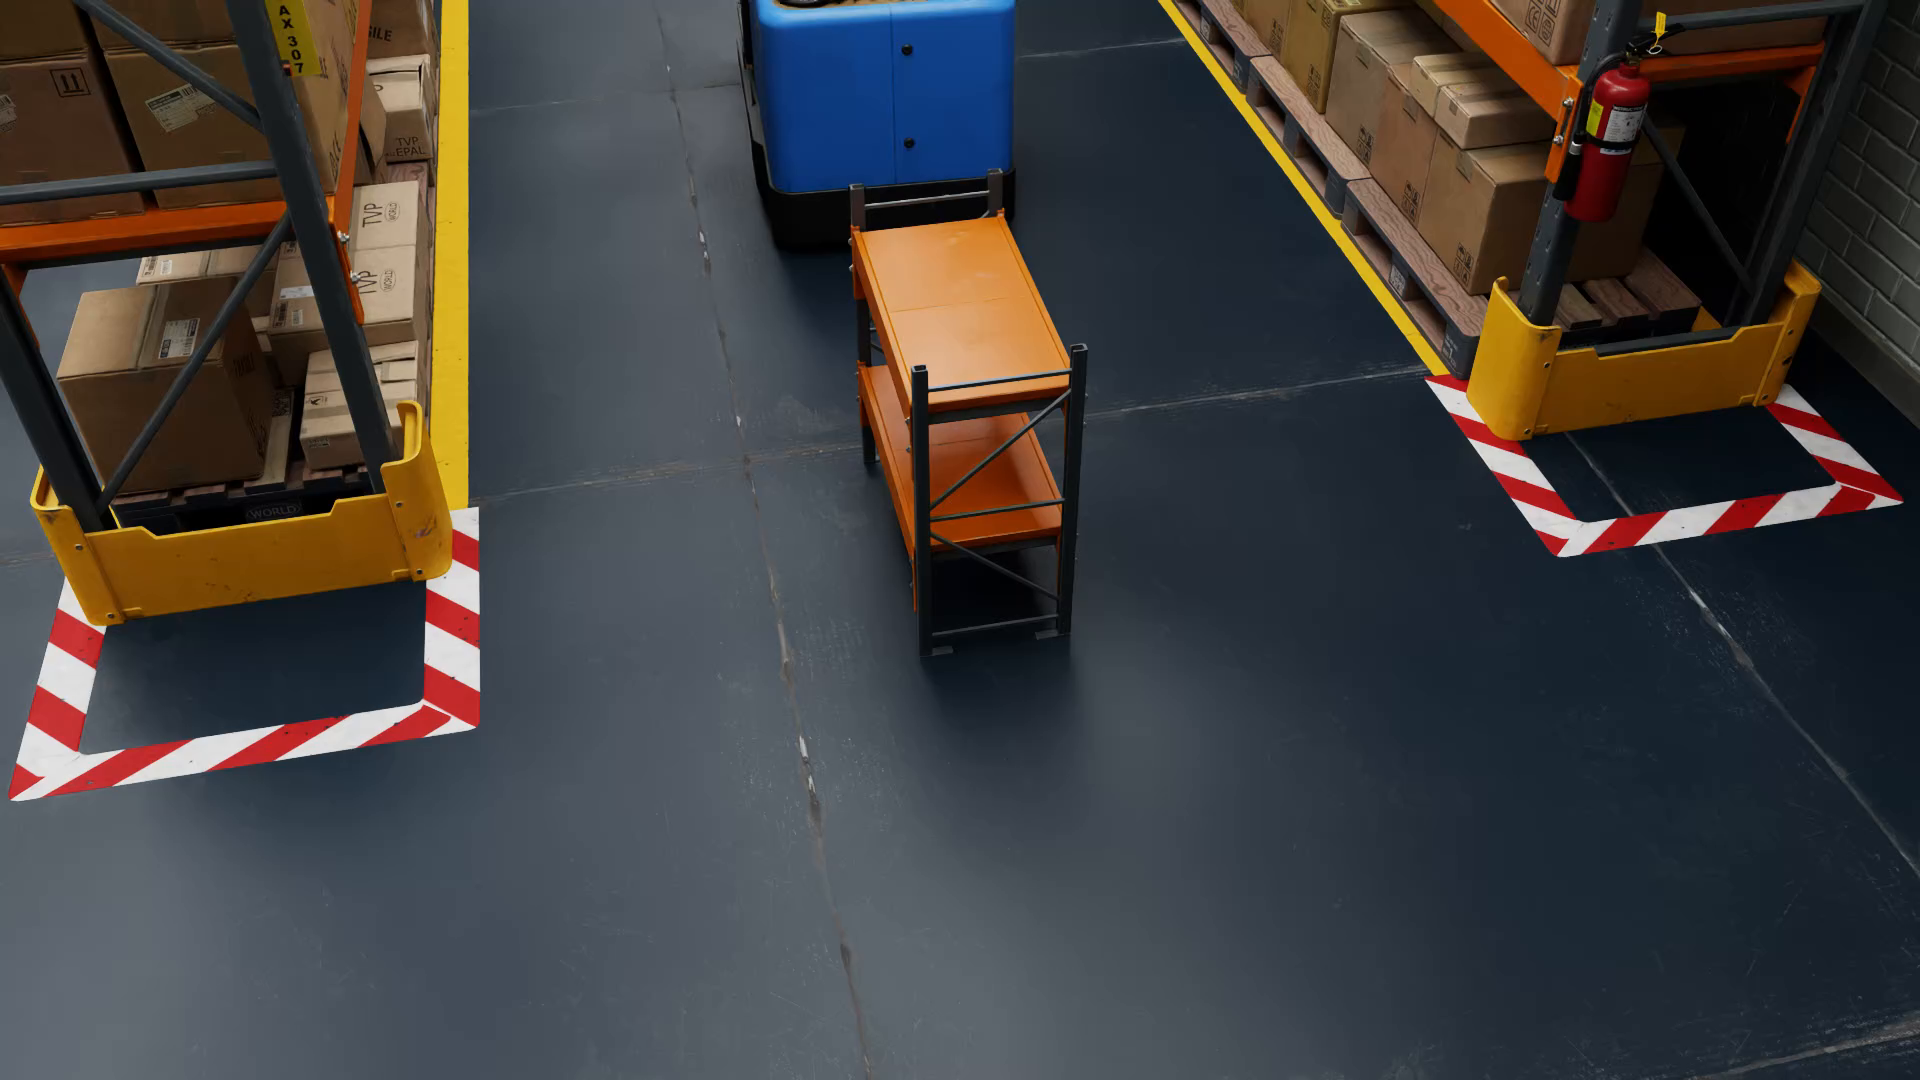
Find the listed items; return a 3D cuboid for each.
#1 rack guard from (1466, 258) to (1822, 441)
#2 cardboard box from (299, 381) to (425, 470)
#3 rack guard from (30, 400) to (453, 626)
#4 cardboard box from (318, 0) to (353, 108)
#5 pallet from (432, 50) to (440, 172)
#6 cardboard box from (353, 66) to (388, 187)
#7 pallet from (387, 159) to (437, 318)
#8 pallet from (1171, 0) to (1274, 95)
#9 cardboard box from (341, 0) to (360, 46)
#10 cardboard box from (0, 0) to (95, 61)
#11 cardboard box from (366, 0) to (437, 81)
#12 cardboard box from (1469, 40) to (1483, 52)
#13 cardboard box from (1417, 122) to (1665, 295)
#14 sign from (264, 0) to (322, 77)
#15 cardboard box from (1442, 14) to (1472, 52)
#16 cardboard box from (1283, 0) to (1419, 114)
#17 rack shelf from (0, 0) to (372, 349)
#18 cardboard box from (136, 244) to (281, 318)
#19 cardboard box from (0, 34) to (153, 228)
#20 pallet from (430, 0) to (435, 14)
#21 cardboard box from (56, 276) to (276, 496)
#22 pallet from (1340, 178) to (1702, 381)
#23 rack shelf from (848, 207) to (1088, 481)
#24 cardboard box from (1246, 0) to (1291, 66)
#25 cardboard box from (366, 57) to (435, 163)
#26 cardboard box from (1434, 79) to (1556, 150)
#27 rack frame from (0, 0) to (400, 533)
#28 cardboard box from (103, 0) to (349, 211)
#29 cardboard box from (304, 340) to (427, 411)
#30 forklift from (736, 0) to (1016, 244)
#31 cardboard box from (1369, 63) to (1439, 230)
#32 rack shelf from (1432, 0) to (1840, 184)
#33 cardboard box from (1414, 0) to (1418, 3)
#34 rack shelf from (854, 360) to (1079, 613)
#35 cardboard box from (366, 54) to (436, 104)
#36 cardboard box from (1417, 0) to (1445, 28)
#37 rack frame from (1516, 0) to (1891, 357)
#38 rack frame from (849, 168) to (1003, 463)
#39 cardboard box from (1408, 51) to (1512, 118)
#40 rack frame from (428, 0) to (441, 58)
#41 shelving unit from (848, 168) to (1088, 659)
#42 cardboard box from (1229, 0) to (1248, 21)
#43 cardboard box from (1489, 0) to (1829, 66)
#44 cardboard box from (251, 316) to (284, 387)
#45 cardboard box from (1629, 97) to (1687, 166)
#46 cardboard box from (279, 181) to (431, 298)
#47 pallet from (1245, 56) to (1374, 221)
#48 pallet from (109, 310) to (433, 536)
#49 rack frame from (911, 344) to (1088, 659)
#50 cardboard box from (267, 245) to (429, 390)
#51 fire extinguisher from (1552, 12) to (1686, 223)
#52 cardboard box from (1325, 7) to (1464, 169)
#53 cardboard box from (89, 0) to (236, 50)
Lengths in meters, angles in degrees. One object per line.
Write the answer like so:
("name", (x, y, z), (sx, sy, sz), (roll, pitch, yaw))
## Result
("rack guard", (2.533, -0.739, 6.206), (1.175, 0.500, 0.348), (-8, 42, -9))
("cardboard box", (-2.063, -0.397, 5.753), (0.380, 0.149, 0.250), (-8, 42, -9))
("rack guard", (-2.324, -0.092, 5.477), (1.175, 0.500, 0.348), (-8, 42, -9))
("cardboard box", (-2.263, -1.674, 5.301), (0.500, 0.500, 0.500), (-9, 42, -10))
("pallet", (-3.024, -2.082, 7.937), (1.003, 0.211, 1.213), (-8, 42, -9))
("cardboard box", (-2.761, -1.584, 6.824), (0.797, 0.503, 0.637), (-8, 42, -9))
("pallet", (-2.757, -1.290, 7.044), (1.003, 0.211, 1.213), (-8, 42, -9))
("pallet", (1.753, -2.736, 8.673), (1.003, 0.211, 1.213), (-8, 42, -9))
("cardboard box", (-2.368, -2.000, 5.668), (0.500, 0.500, 0.500), (-8, 42, -9))
("cardboard box", (-2.672, -1.638, 4.507), (0.500, 0.500, 0.500), (-9, 42, -10))
("cardboard box", (-2.771, -2.471, 7.826), (0.500, 0.500, 0.500), (-8, 42, -9))
("cardboard box", (2.338, -2.032, 6.858), (0.380, 0.149, 0.250), (-8, 42, -9))
("cardboard box", (2.279, -1.351, 6.580), (0.700, 0.500, 0.500), (-8, 42, -9))
("sign", (-1.778, -1.379, 4.392), (0.100, 0.325, 0.005), (-8, 42, -9))
("cardboard box", (2.282, -2.197, 7.044), (0.380, 0.149, 0.250), (-8, 42, -9))
("cardboard box", (1.940, -2.346, 7.700), (0.700, 0.500, 0.500), (-7, 42, -8))
("rack shelf", (-2.740, -2.005, 6.291), (1.077, 0.370, 4.000), (-8, 42, -9))
("cardboard box", (-2.842, -1.051, 6.414), (0.500, 0.250, 0.500), (-8, 42, -9))
("cardboard box", (-2.670, -1.266, 4.842), (0.500, 0.500, 0.500), (-7, 42, -8))
("pallet", (-3.384, -3.049, 9.026), (1.003, 0.211, 1.213), (-8, 42, -9))
("cardboard box", (-2.666, -0.524, 5.633), (0.500, 0.500, 0.500), (-8, 42, -9))
("pallet", (2.279, -1.154, 6.891), (1.003, 0.211, 1.213), (-8, 42, -9))
("rack shelf", (0.001, -0.635, 5.177), (0.538, 0.278, 1.000), (-8, 42, -9))
("cardboard box", (1.831, -2.679, 8.075), (0.700, 0.500, 0.500), (-9, 42, -10))
("cardboard box", (-2.609, -1.915, 7.341), (0.500, 0.311, 0.500), (-8, 42, -9))
("cardboard box", (2.074, -1.651, 6.429), (0.380, 0.149, 0.250), (-9, 42, -10))
("rack frame", (-2.308, -0.978, 4.592), (1.000, 3.000, 0.127), (-8, 42, -9))
("cardboard box", (-2.146, -1.340, 4.925), (0.500, 0.500, 0.500), (-8, 42, -8))
("cardboard box", (-2.117, -0.565, 5.930), (0.380, 0.166, 0.250), (-8, 42, -9))
("forklift", (-0.515, -3.336, 7.301), (1.130, 2.935, 3.031), (-6, 42, -7))
("cardboard box", (2.171, -1.676, 6.945), (0.700, 0.500, 0.500), (-8, 42, -9))
("rack shelf", (2.096, -2.717, 7.093), (1.077, 0.370, 4.000), (-8, 42, -9))
("cardboard box", (2.172, -2.527, 7.416), (0.380, 0.149, 0.250), (-9, 42, -10))
("rack shelf", (0.001, -0.233, 5.534), (0.538, 0.278, 1.000), (-8, 42, -9))
("cardboard box", (-2.632, -2.106, 7.679), (0.380, 0.149, 0.250), (-8, 42, -9))
("cardboard box", (2.226, -2.363, 7.231), (0.380, 0.149, 0.250), (-8, 42, -9))
("rack frame", (2.528, -1.690, 5.394), (1.000, 3.000, 0.127), (-8, 42, -9))
("rack frame", (-0.108, -0.746, 5.743), (0.500, 1.125, 0.032), (-8, 42, -9))
("cardboard box", (2.018, -1.817, 6.615), (0.380, 0.149, 0.250), (-7, 42, -8))
("rack frame", (-3.171, -3.570, 7.513), (1.000, 3.000, 0.127), (-8, 42, -9))
("shelving unit", (0.001, -0.416, 5.372), (0.538, 1.125, 1.048), (-8, 42, -9))
("cardboard box", (1.726, -3.005, 8.443), (0.700, 0.500, 0.500), (-8, 42, -9))
("cardboard box", (2.408, -2.131, 5.665), (0.980, 0.700, 0.700), (-7, 42, -7))
("cardboard box", (-2.665, -0.675, 6.054), (0.380, 0.166, 0.250), (-8, 42, -9))
("cardboard box", (2.502, -1.542, 6.305), (0.380, 0.149, 0.250), (-8, 42, -9))
("cardboard box", (-2.364, -1.155, 6.532), (0.500, 0.250, 0.500), (-8, 42, -9))
("pallet", (2.019, -1.943, 7.780), (1.003, 0.211, 1.213), (-8, 42, -9))
("pallet", (-2.497, -0.501, 6.155), (1.003, 0.211, 1.213), (-8, 42, -9))
("rack frame", (0.111, -0.087, 5.000), (0.500, 1.125, 0.032), (-8, 42, -9))
("cardboard box", (-2.256, -0.831, 6.167), (0.500, 0.250, 0.500), (-8, 42, -9))
("fire extinguisher", (2.110, -1.358, 5.359), (0.296, 0.674, 0.183), (-8, 42, -9))
("cardboard box", (2.062, -2.002, 7.312), (0.700, 0.500, 0.500), (-10, 42, -11))
("cardboard box", (-2.146, -1.714, 4.593), (0.500, 0.500, 0.500), (-7, 42, -8))
